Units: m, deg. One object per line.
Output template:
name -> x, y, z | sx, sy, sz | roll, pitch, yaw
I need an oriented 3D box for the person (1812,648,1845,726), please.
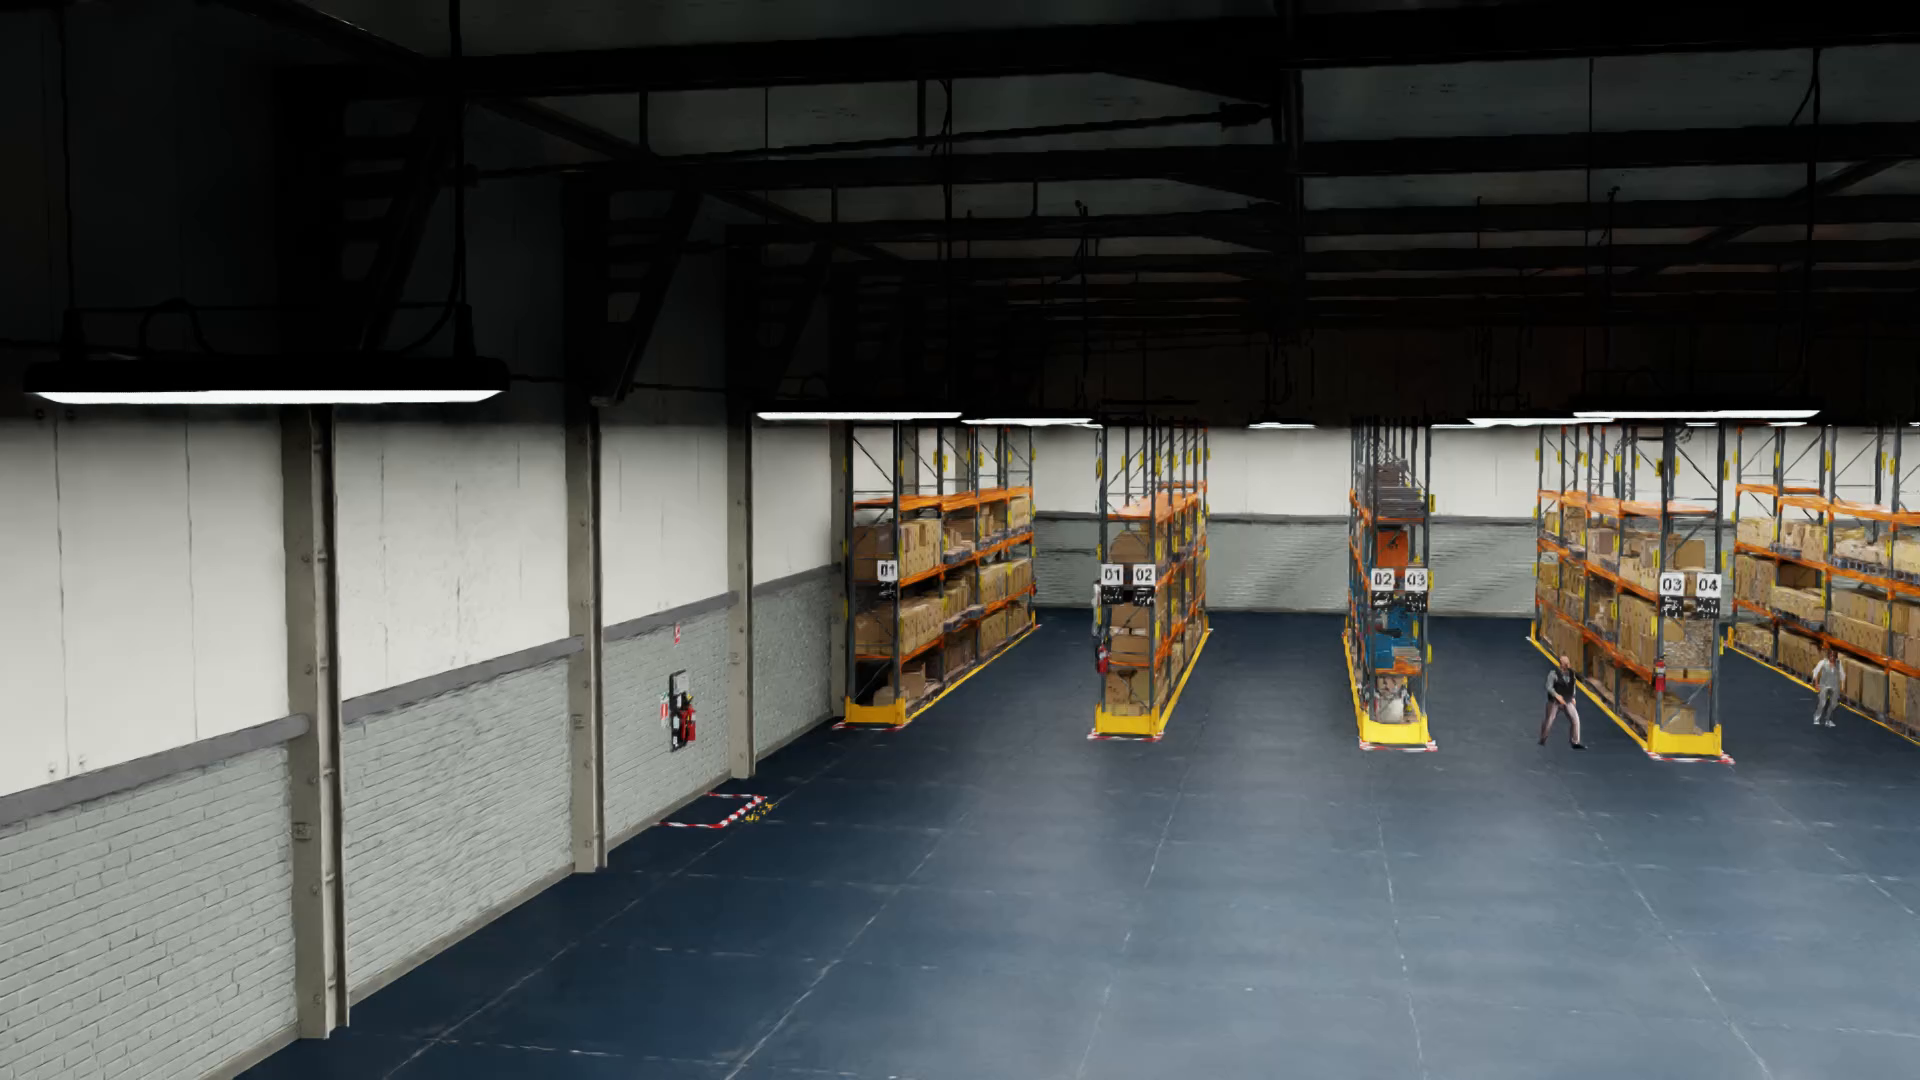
person -> 16.710, 2.827, 32.012 | 0.566, 1.541, 0.519 | 1, 4, 9

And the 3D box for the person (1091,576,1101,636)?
person -> 3.817, 1.813, 46.054 | 0.391, 1.665, 0.613 | 0, 4, -2

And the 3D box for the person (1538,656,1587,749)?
person -> 10.797, 2.898, 29.880 | 0.674, 1.664, 0.841 | 0, 4, -5

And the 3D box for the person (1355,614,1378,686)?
person -> 8.646, 2.350, 35.353 | 0.508, 1.592, 0.516 | 2, 4, 23
